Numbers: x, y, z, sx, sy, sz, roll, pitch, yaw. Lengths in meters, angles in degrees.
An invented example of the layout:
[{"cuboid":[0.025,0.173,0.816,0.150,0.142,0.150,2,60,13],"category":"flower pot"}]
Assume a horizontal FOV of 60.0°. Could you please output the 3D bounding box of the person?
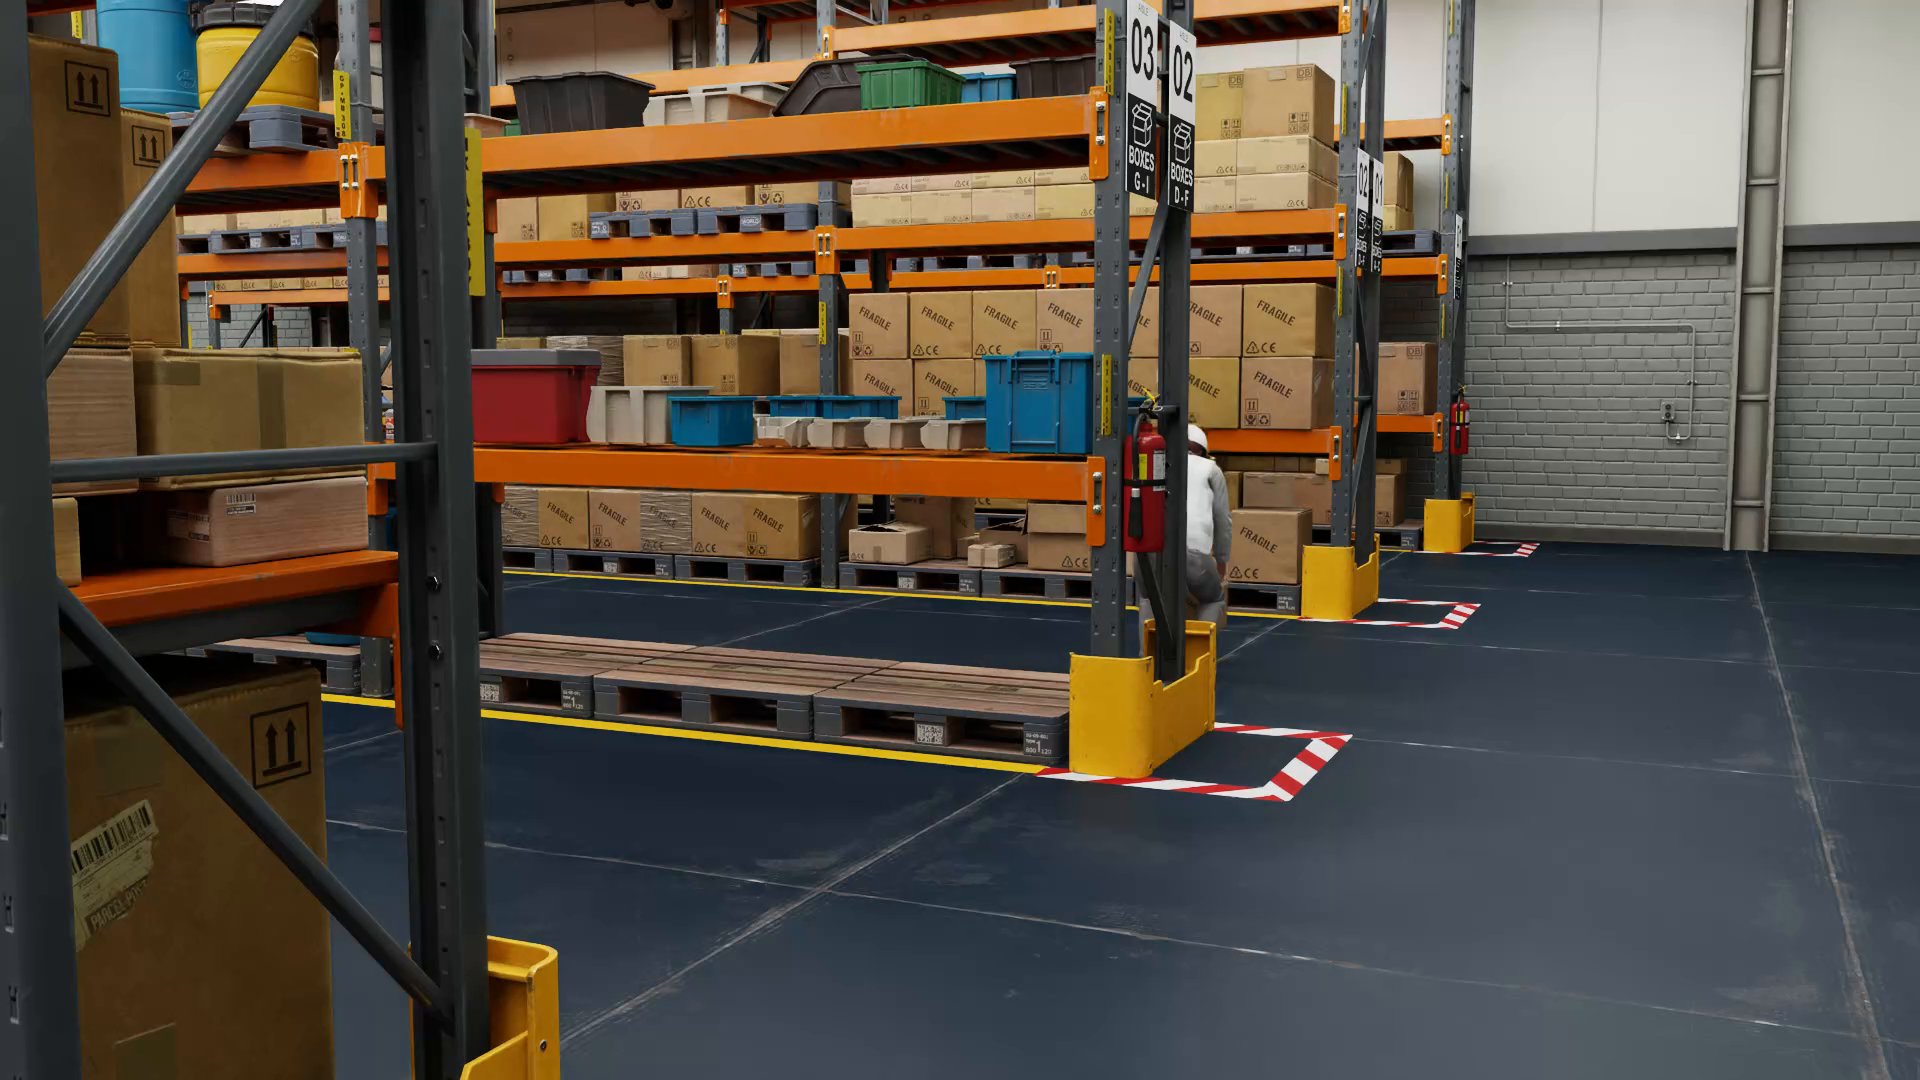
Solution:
[{"cuboid":[1.206,0.058,9.308,0.591,1.392,0.784,2,6,24],"category":"person"}]
